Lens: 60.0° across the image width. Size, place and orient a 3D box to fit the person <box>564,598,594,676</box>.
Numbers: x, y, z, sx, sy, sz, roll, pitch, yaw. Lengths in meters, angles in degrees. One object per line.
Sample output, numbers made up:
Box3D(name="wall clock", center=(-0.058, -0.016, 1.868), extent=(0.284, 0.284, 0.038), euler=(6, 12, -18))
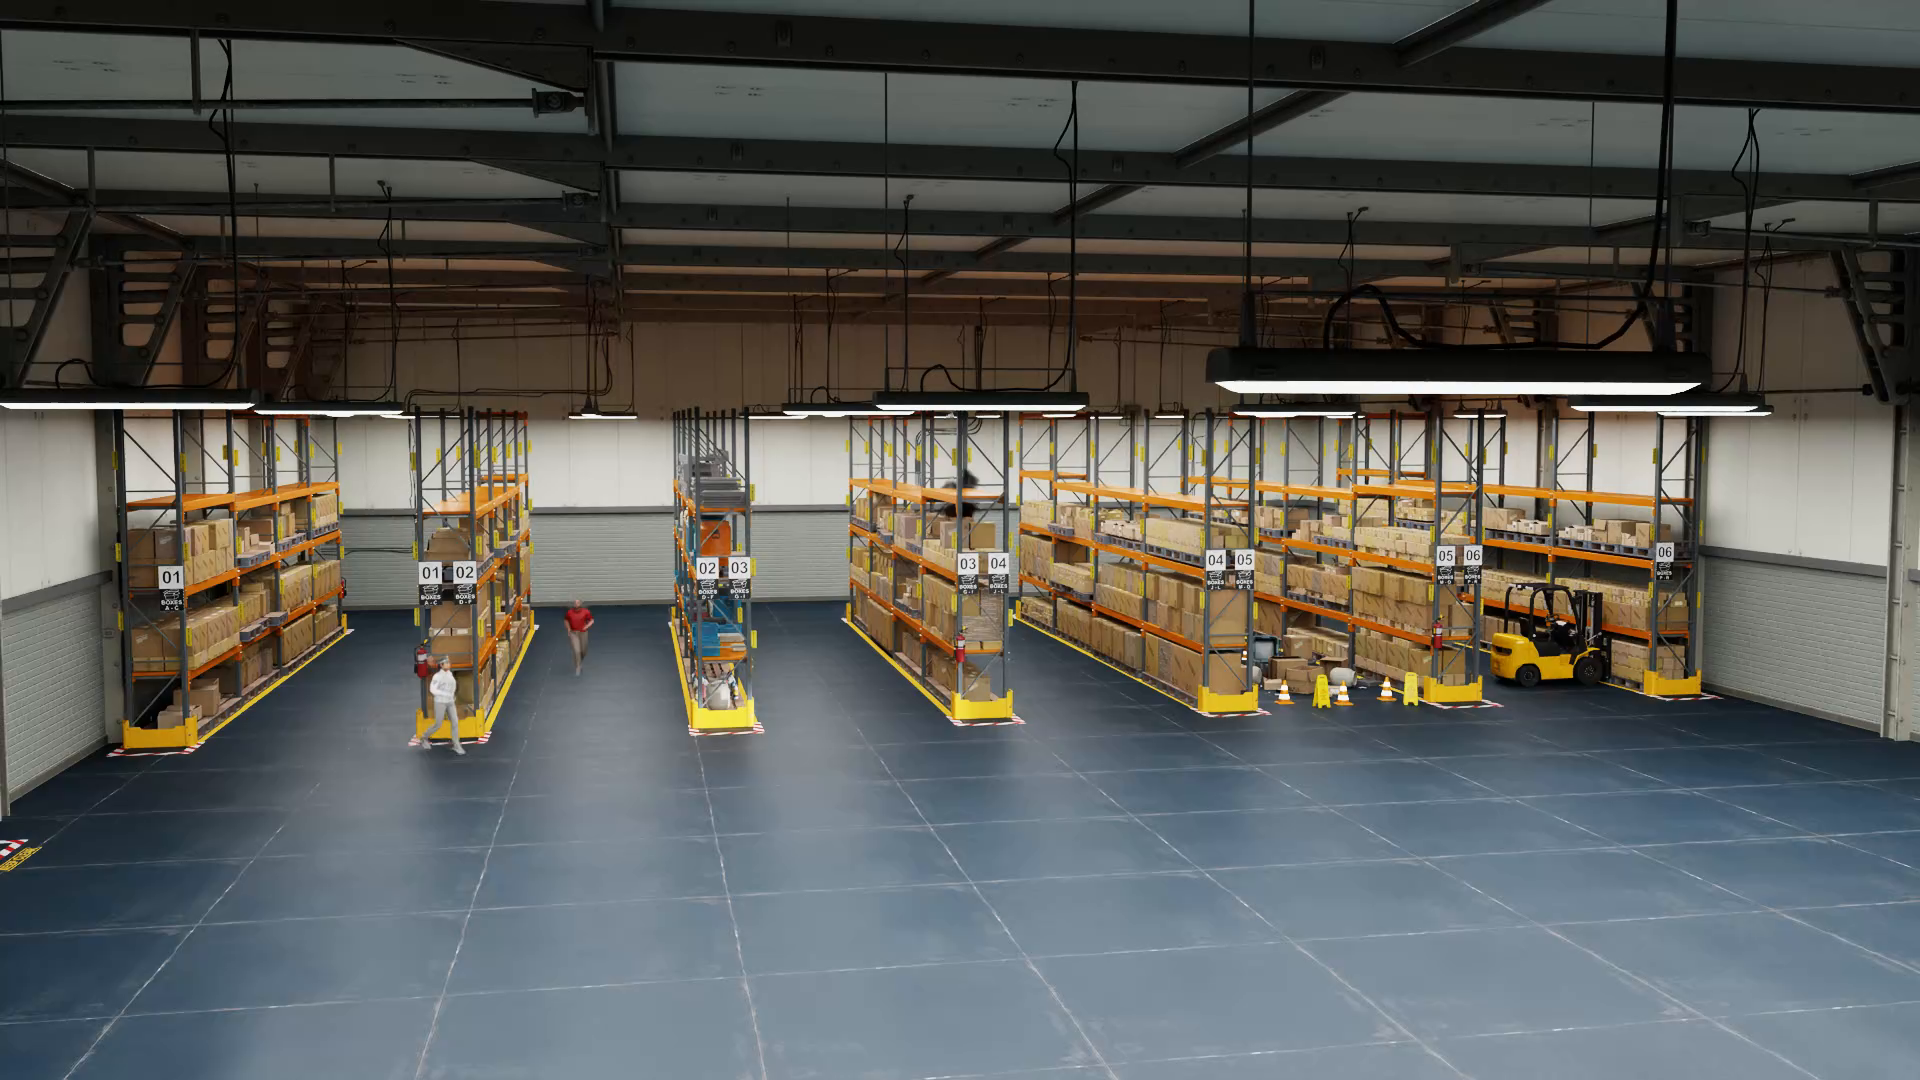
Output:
Box3D(name="person", center=(-8.683, 2.188, 37.860), extent=(0.636, 1.731, 0.808), euler=(-1, 4, -13))

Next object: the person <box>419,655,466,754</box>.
Box3D(name="person", center=(-8.905, 2.828, 28.707), extent=(0.940, 1.700, 0.650), euler=(2, 4, 23))

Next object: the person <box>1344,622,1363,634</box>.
Box3D(name="person", center=(10.135, 1.814, 42.793), extent=(0.657, 1.748, 0.698), euler=(-1, 4, -19))
